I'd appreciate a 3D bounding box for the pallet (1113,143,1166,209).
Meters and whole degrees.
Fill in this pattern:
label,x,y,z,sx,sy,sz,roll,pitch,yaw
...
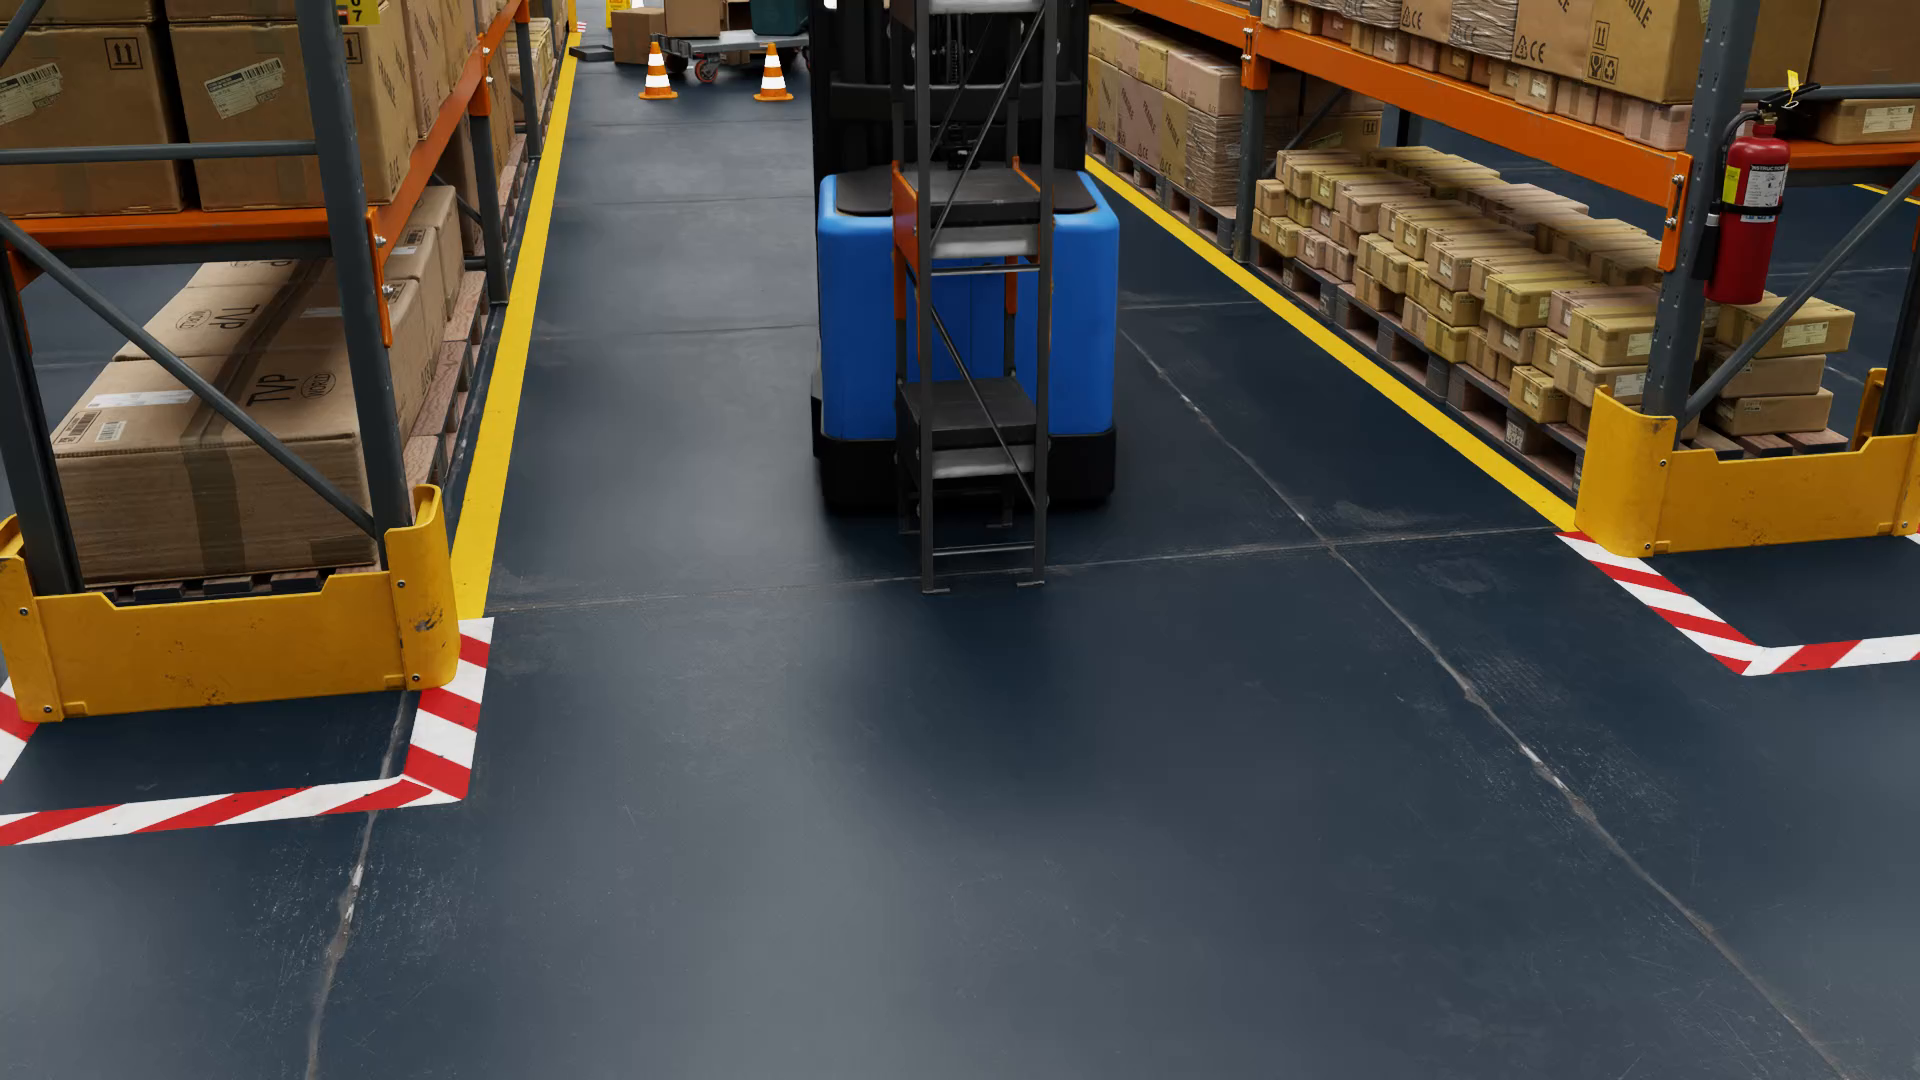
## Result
label,x,y,z,sx,sy,sz,roll,pitch,yaw
pallet,1.662,-2.473,11.149,1.003,0.211,1.213,-4,24,-10

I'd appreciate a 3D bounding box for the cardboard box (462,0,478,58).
label,x,y,z,sx,sy,sz,roll,pitch,yaw
cardboard box,-2.472,-2.440,7.465,0.500,0.500,0.500,-4,24,-9

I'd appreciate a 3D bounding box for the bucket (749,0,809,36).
label,x,y,z,sx,sy,sz,roll,pitch,yaw
bucket,-1.733,-5.190,16.076,0.726,0.611,0.620,4,34,9

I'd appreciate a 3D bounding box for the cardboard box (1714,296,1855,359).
label,x,y,z,sx,sy,sz,roll,pitch,yaw
cardboard box,3.014,-0.781,6.083,0.380,0.149,0.250,-5,24,-12

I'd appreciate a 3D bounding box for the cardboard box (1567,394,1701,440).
label,x,y,z,sx,sy,sz,roll,pitch,yaw
cardboard box,2.474,-0.468,6.112,0.380,0.149,0.250,-4,24,-9

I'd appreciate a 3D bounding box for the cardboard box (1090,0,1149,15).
label,x,y,z,sx,sy,sz,roll,pitch,yaw
cardboard box,1.273,-3.945,13.321,1.050,0.750,0.750,-5,24,-10

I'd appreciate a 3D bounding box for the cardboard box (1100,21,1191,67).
label,x,y,z,sx,sy,sz,roll,pitch,yaw
cardboard box,1.281,-3.439,11.539,0.500,0.250,0.500,-5,24,-10

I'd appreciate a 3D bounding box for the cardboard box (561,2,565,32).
label,x,y,z,sx,sy,sz,roll,pitch,yaw
cardboard box,-4.424,-5.503,17.512,0.500,0.250,0.500,-5,24,-12

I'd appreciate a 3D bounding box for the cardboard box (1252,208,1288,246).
label,x,y,z,sx,sy,sz,roll,pitch,yaw
cardboard box,1.788,-1.683,8.893,0.380,0.149,0.250,-5,24,-12

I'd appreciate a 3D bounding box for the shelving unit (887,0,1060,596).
label,x,y,z,sx,sy,sz,roll,pitch,yaw
shelving unit,0.031,-0.897,5.181,0.431,2.100,0.503,-4,24,-10

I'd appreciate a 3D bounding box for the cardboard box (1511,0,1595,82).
label,x,y,z,sx,sy,sz,roll,pitch,yaw
cardboard box,2.350,-1.933,5.933,0.500,0.500,0.500,-5,24,-11

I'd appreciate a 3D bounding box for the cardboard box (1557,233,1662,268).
label,x,y,z,sx,sy,sz,roll,pitch,yaw
cardboard box,2.754,-1.190,7.021,0.380,0.149,0.250,-3,24,-8

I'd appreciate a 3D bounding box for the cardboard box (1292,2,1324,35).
label,x,y,z,sx,sy,sz,roll,pitch,yaw
cardboard box,1.888,-2.617,8.308,0.380,0.149,0.250,-4,24,-8

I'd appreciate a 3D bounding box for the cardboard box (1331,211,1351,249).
label,x,y,z,sx,sy,sz,roll,pitch,yaw
cardboard box,2.052,-1.528,8.165,0.380,0.149,0.250,-6,24,-12

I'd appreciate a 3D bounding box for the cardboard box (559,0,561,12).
label,x,y,z,sx,sy,sz,roll,pitch,yaw
cardboard box,-4.243,-5.442,16.437,0.500,0.500,0.500,-3,24,-8

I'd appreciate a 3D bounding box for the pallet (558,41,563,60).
label,x,y,z,sx,sy,sz,roll,pitch,yaw
pallet,-4.676,-5.169,17.322,1.003,0.211,1.213,-4,24,-10

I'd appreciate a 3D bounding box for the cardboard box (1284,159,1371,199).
label,x,y,z,sx,sy,sz,roll,pitch,yaw
cardboard box,1.890,-1.859,8.553,0.380,0.149,0.250,-3,24,-7

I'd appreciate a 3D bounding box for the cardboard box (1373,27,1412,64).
label,x,y,z,sx,sy,sz,roll,pitch,yaw
cardboard box,2.059,-2.199,7.351,0.380,0.149,0.250,-3,24,-7

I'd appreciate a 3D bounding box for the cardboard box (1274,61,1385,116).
label,x,y,z,sx,sy,sz,roll,pitch,yaw
cardboard box,2.160,-2.665,9.765,0.500,0.250,0.500,-5,24,-12

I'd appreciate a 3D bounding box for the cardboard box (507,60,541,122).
label,x,y,z,sx,sy,sz,roll,pitch,yaw
cardboard box,-3.643,-3.342,12.414,0.950,0.372,0.625,-6,24,-13

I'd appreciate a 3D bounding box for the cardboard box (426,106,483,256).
label,x,y,z,sx,sy,sz,roll,pitch,yaw
cardboard box,-3.002,-2.015,8.745,0.875,0.875,0.875,-4,24,-8

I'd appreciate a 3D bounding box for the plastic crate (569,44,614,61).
label,x,y,z,sx,sy,sz,roll,pitch,yaw
plastic crate,-3.773,-5.045,17.201,0.402,0.080,0.583,-13,27,-28

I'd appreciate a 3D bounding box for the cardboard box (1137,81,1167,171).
label,x,y,z,sx,sy,sz,roll,pitch,yaw
cardboard box,1.467,-2.687,10.754,0.500,0.500,0.500,-5,24,-11

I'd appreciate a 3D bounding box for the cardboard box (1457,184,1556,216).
label,x,y,z,sx,sy,sz,roll,pitch,yaw
cardboard box,2.610,-1.599,7.958,0.380,0.149,0.250,-5,24,-12

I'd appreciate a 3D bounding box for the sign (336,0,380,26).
label,x,y,z,sx,sy,sz,roll,pitch,yaw
sign,-1.523,-1.456,4.156,0.100,0.325,0.005,-4,24,-10

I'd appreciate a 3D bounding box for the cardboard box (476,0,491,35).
label,x,y,z,sx,sy,sz,roll,pitch,yaw
cardboard box,-2.631,-2.682,8.330,0.500,0.250,0.500,-5,24,-11

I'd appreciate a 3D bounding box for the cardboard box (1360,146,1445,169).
label,x,y,z,sx,sy,sz,roll,pitch,yaw
cardboard box,2.358,-2.002,8.880,0.380,0.149,0.250,-4,24,-8

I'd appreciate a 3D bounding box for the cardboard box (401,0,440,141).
label,x,y,z,sx,sy,sz,roll,pitch,yaw
cardboard box,-2.073,-1.639,5.629,0.500,0.500,0.500,-4,24,-10

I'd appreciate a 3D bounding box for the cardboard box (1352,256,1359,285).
label,x,y,z,sx,sy,sz,roll,pitch,yaw
cardboard box,2.115,-1.285,7.982,0.380,0.149,0.250,-5,24,-12

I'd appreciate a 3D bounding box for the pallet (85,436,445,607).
label,x,y,z,sx,sy,sz,roll,pitch,yaw
pallet,-2.294,-0.015,5.522,1.003,0.211,1.213,-4,24,-10

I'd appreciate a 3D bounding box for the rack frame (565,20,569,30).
label,x,y,z,sx,sy,sz,roll,pitch,yaw
rack frame,-5.028,-7.278,18.666,1.000,3.000,0.127,-4,24,-10

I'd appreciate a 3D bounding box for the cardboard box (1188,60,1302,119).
label,x,y,z,sx,sy,sz,roll,pitch,yaw
cardboard box,1.651,-2.629,9.683,0.500,0.250,0.500,-5,24,-11

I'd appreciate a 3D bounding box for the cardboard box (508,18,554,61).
label,x,y,z,sx,sy,sz,roll,pitch,yaw
cardboard box,-4.189,-4.487,15.034,0.950,0.372,0.625,-4,24,-9

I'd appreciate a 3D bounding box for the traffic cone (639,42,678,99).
label,x,y,z,sx,sy,sz,roll,pitch,yaw
traffic cone,-2.683,-4.158,14.692,0.336,0.463,0.334,-4,24,-10

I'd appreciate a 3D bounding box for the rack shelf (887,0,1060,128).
label,x,y,z,sx,sy,sz,roll,pitch,yaw
rack shelf,0.031,-1.526,4.906,0.431,0.518,0.480,-4,24,-10

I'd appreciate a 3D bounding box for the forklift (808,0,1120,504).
label,x,y,z,sx,sy,sz,roll,pitch,yaw
forklift,-0.060,-2.018,6.708,1.130,2.935,3.031,-2,24,-3

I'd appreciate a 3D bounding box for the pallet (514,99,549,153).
label,x,y,z,sx,sy,sz,roll,pitch,yaw
pallet,-3.692,-3.161,12.724,1.003,0.211,1.213,-4,24,-10

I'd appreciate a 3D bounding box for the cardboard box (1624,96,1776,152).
label,x,y,z,sx,sy,sz,roll,pitch,yaw
cardboard box,2.438,-1.383,5.482,0.380,0.149,0.250,-4,24,-10

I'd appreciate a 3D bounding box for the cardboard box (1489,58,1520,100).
label,x,y,z,sx,sy,sz,roll,pitch,yaw
cardboard box,2.278,-1.785,6.404,0.380,0.149,0.250,-5,24,-12

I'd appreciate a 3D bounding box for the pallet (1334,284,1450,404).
label,x,y,z,sx,sy,sz,roll,pitch,yaw
pallet,2.425,-0.944,7.647,1.003,0.211,1.213,-4,24,-10

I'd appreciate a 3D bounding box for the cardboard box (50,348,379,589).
label,x,y,z,sx,sy,sz,roll,pitch,yaw
cardboard box,-2.290,-0.255,5.263,0.875,0.438,0.875,-5,24,-12

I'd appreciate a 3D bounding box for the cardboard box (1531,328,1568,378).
label,x,y,z,sx,sy,sz,roll,pitch,yaw
cardboard box,2.403,-0.706,6.285,0.380,0.149,0.250,-5,24,-11

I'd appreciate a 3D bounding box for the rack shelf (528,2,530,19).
label,x,y,z,sx,sy,sz,roll,pitch,yaw
rack shelf,-3.919,-4.588,13.407,1.077,0.370,4.000,-4,24,-10

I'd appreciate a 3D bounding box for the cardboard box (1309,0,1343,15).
label,x,y,z,sx,sy,sz,roll,pitch,yaw
cardboard box,1.979,-2.739,7.776,0.500,0.500,0.500,-4,24,-10

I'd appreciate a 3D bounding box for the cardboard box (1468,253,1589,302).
label,x,y,z,sx,sy,sz,roll,pitch,yaw
cardboard box,2.281,-1.041,6.679,0.380,0.149,0.250,-5,24,-12

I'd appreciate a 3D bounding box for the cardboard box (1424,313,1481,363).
label,x,y,z,sx,sy,sz,roll,pitch,yaw
cardboard box,2.196,-0.864,7.018,0.380,0.149,0.250,-5,24,-12

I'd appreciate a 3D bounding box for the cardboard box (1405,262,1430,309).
label,x,y,z,sx,sy,sz,roll,pitch,yaw
cardboard box,2.163,-1.109,7.206,0.380,0.149,0.250,-3,24,-7

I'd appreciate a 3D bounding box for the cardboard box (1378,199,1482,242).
label,x,y,z,sx,sy,sz,roll,pitch,yaw
cardboard box,2.154,-1.455,7.628,0.380,0.149,0.250,-5,24,-12

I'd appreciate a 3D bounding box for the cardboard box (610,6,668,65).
label,x,y,z,sx,sy,sz,roll,pitch,yaw
cardboard box,-3.149,-5.082,16.759,0.500,0.500,0.500,13,27,27

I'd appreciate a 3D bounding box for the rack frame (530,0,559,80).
label,x,y,z,sx,sy,sz,roll,pitch,yaw
rack frame,-4.288,-5.705,15.064,1.000,3.000,0.127,-4,24,-10

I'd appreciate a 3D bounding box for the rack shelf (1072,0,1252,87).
label,x,y,z,sx,sy,sz,roll,pitch,yaw
rack shelf,1.667,-3.421,10.734,1.077,0.370,4.000,-4,24,-10
